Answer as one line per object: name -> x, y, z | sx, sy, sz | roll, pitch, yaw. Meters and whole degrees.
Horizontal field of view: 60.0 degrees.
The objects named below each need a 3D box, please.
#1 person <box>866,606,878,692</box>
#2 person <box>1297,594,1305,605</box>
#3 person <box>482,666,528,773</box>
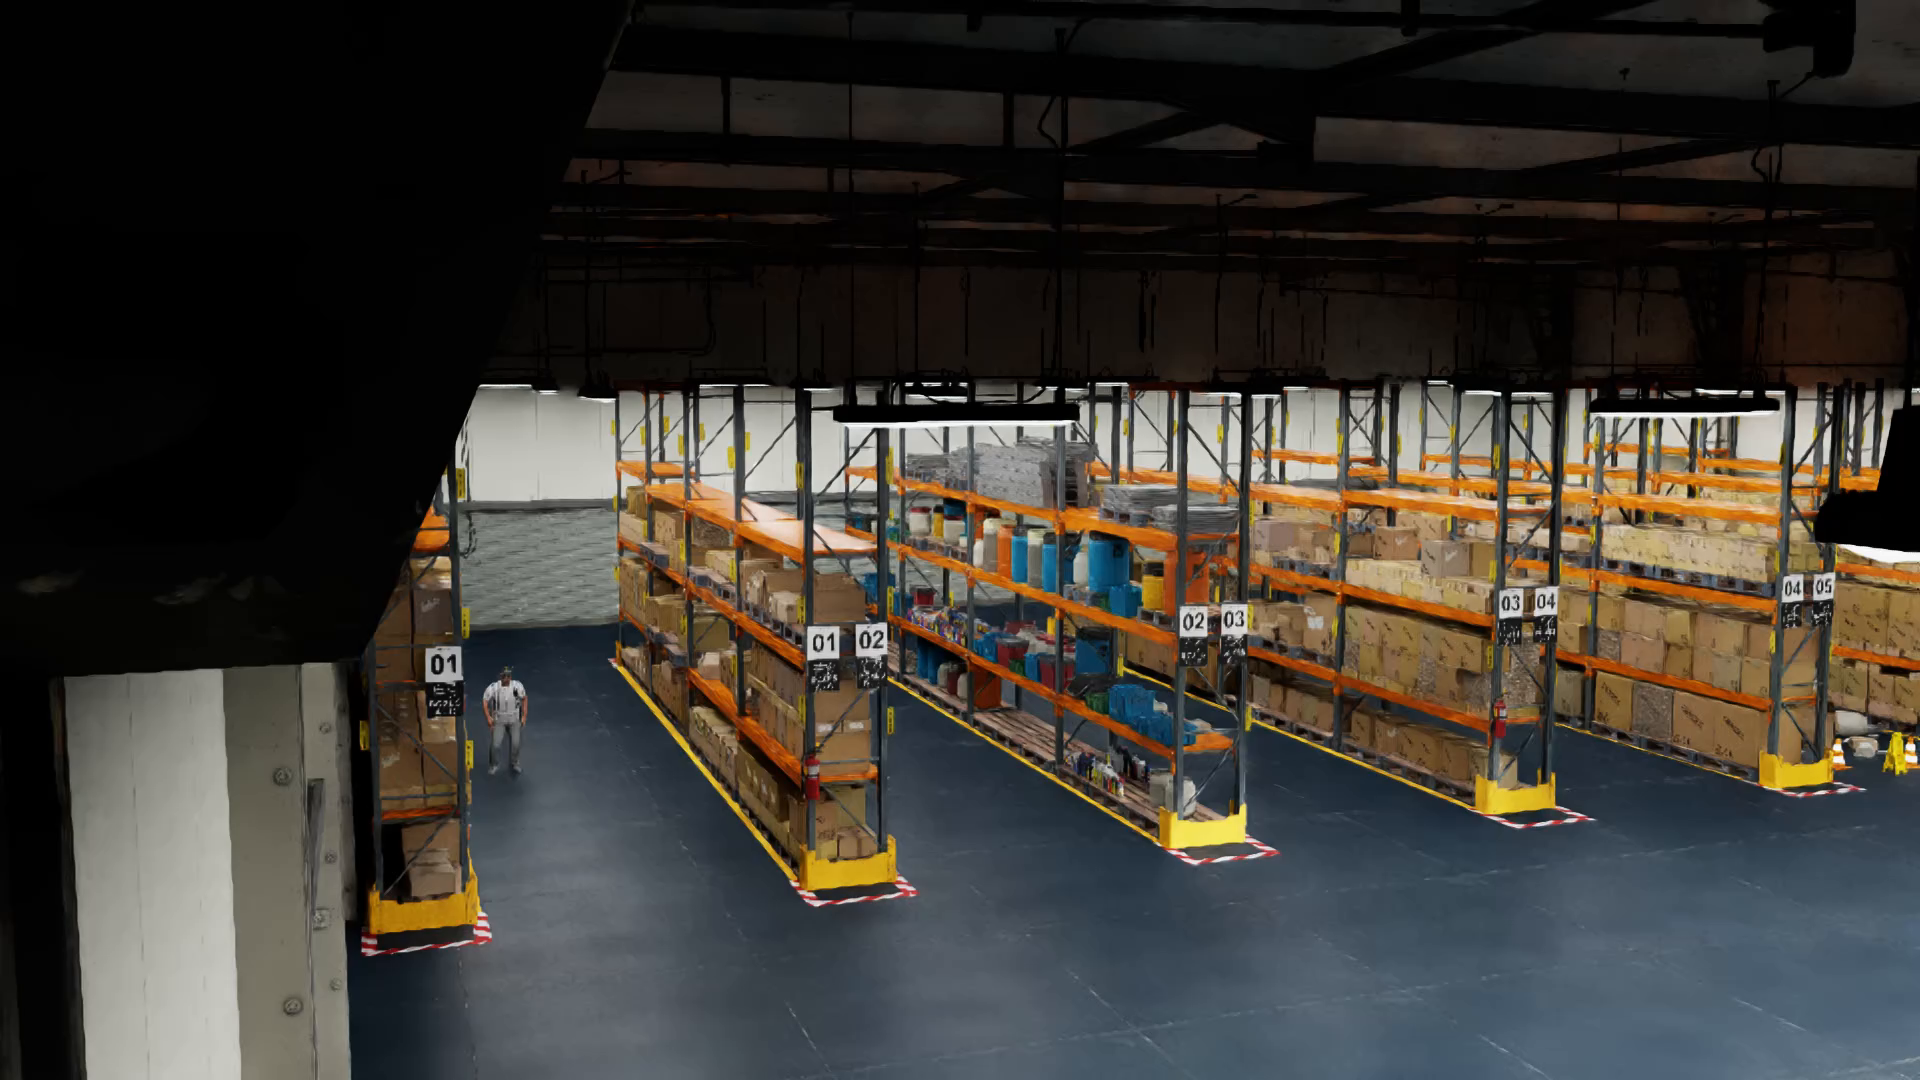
person -> -1.866, 2.087, 32.189 | 0.555, 1.664, 0.584 | -1, 6, -5
person -> 9.050, 0.972, 43.008 | 0.642, 1.641, 0.695 | 3, 7, 29
person -> -7.037, 2.766, 25.748 | 0.682, 1.711, 0.542 | -2, 6, -21
